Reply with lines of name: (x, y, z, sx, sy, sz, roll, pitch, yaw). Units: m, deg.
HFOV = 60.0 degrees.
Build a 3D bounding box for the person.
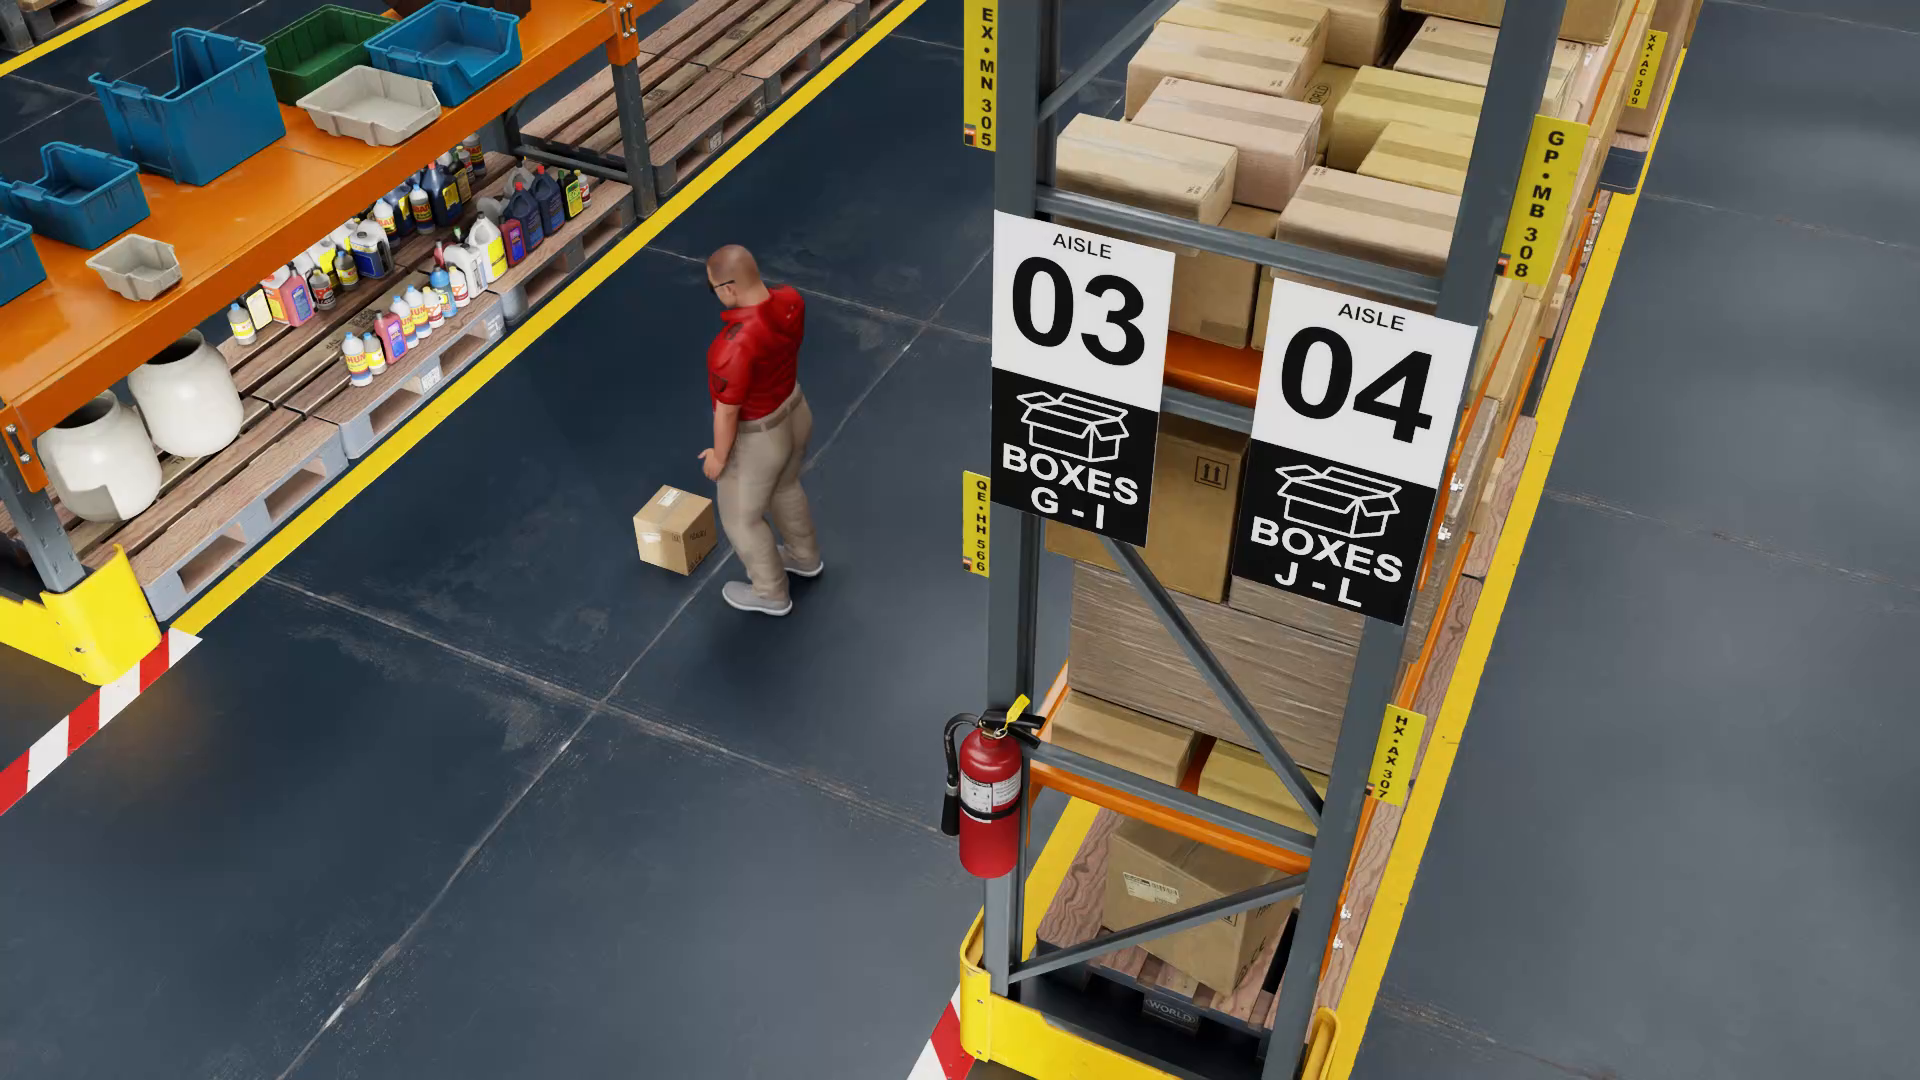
person: (-0.814, -0.424, 6.667, 0.362, 1.718, 0.535, 18, 45, 19)
